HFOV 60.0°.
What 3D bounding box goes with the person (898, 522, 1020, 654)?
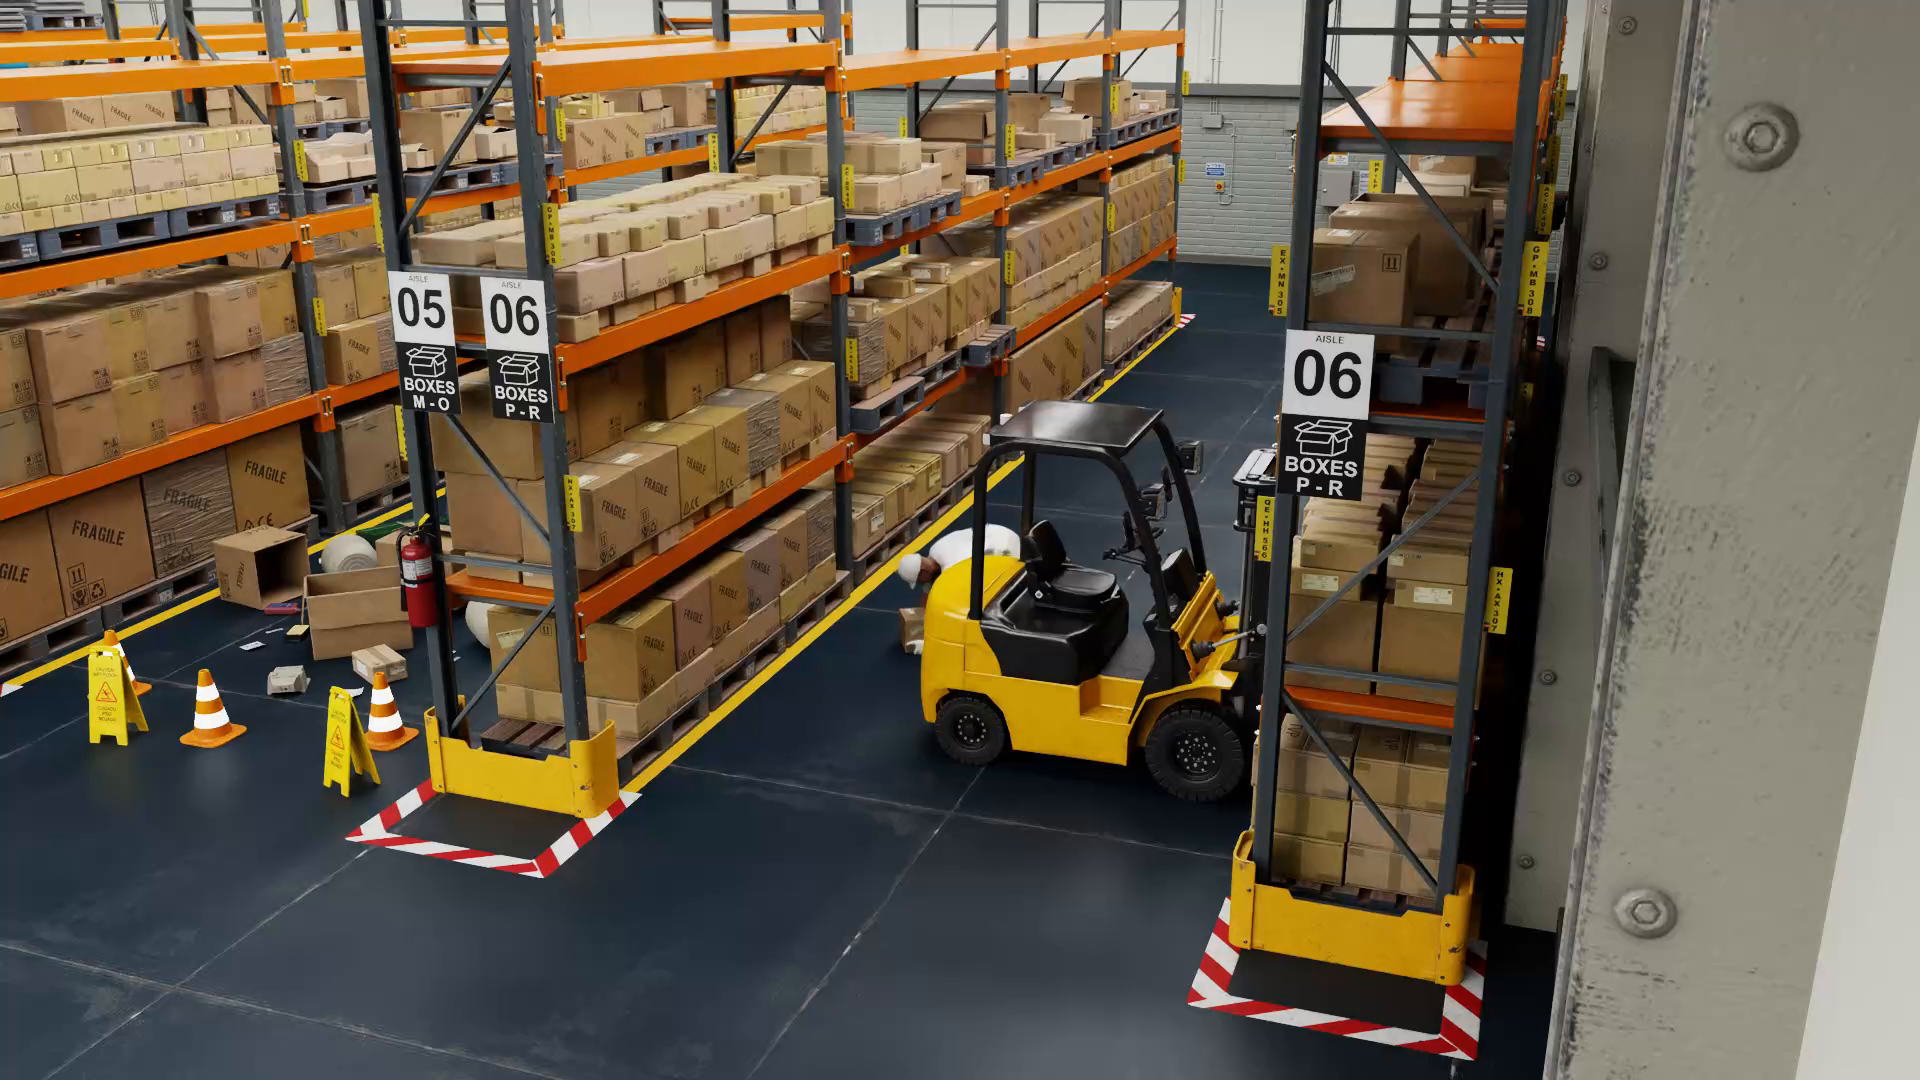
[{"bbox_3d":[0.024,0.347,12.392,0.986,0.916,0.528,-5,19,-14],"label":"person"}]
